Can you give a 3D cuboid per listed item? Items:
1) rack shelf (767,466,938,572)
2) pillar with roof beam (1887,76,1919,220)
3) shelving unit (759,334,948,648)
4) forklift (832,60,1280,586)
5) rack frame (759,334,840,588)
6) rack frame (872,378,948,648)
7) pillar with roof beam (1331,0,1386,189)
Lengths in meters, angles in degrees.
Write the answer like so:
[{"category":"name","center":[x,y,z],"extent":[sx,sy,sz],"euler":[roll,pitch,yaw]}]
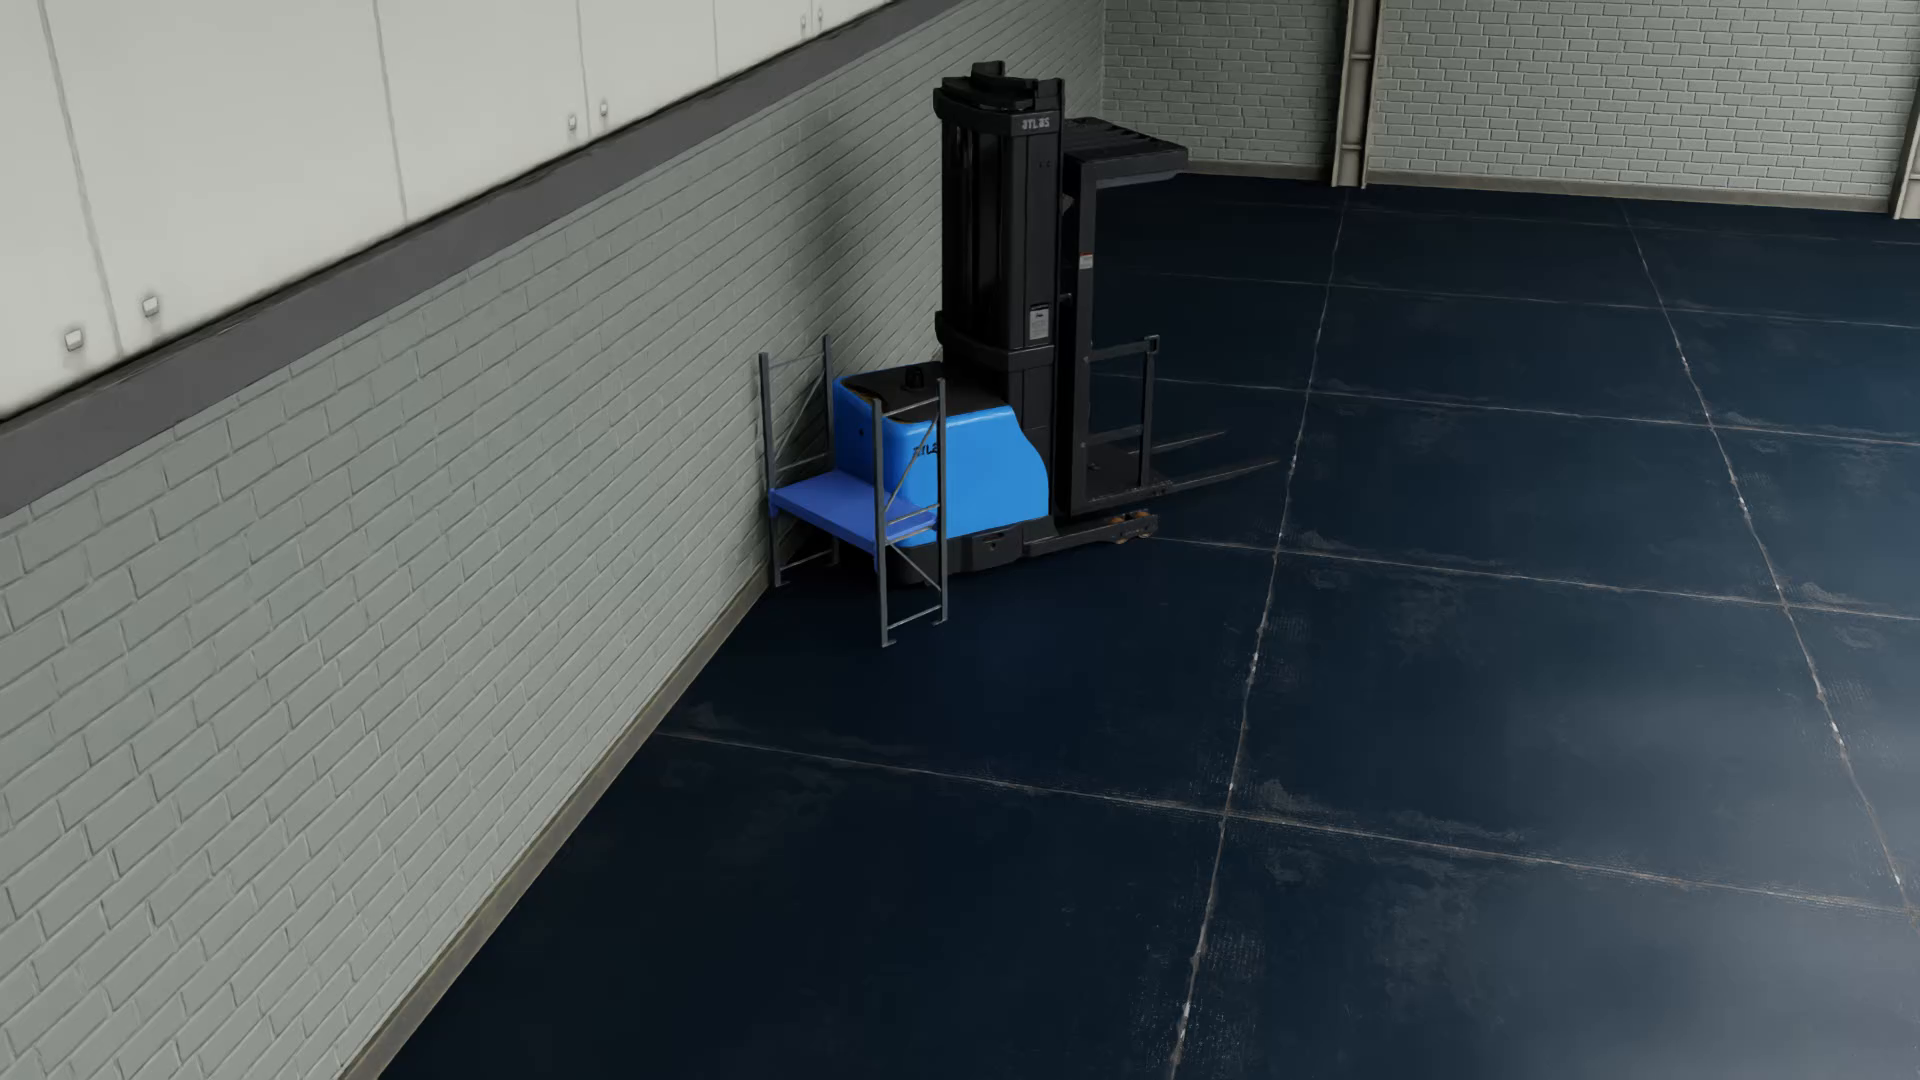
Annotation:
[{"category":"rack shelf","center":[-0.612,-0.138,9.710],"extent":[0.538,0.185,1.000],"euler":[-22,33,-37]},{"category":"pillar with roof beam","center":[9.298,-5.798,12.460],"extent":[0.400,9.000,9.100],"euler":[6,26,13]},{"category":"shelving unit","center":[-0.612,-0.300,9.632],"extent":[0.538,1.500,1.048],"euler":[-22,33,-37]},{"category":"forklift","center":[0.703,-1.483,10.454],"extent":[3.031,2.935,1.130],"euler":[-13,28,-26]},{"category":"rack frame","center":[-0.954,-0.462,9.972],"extent":[0.500,1.500,0.032],"euler":[-22,33,-37]},{"category":"rack frame","center":[-0.271,-0.138,9.291],"extent":[0.500,1.500,0.032],"euler":[-22,33,-37]},{"category":"pillar with roof beam","center":[3.487,-6.441,13.809],"extent":[0.400,9.000,9.100],"euler":[6,26,13]}]
